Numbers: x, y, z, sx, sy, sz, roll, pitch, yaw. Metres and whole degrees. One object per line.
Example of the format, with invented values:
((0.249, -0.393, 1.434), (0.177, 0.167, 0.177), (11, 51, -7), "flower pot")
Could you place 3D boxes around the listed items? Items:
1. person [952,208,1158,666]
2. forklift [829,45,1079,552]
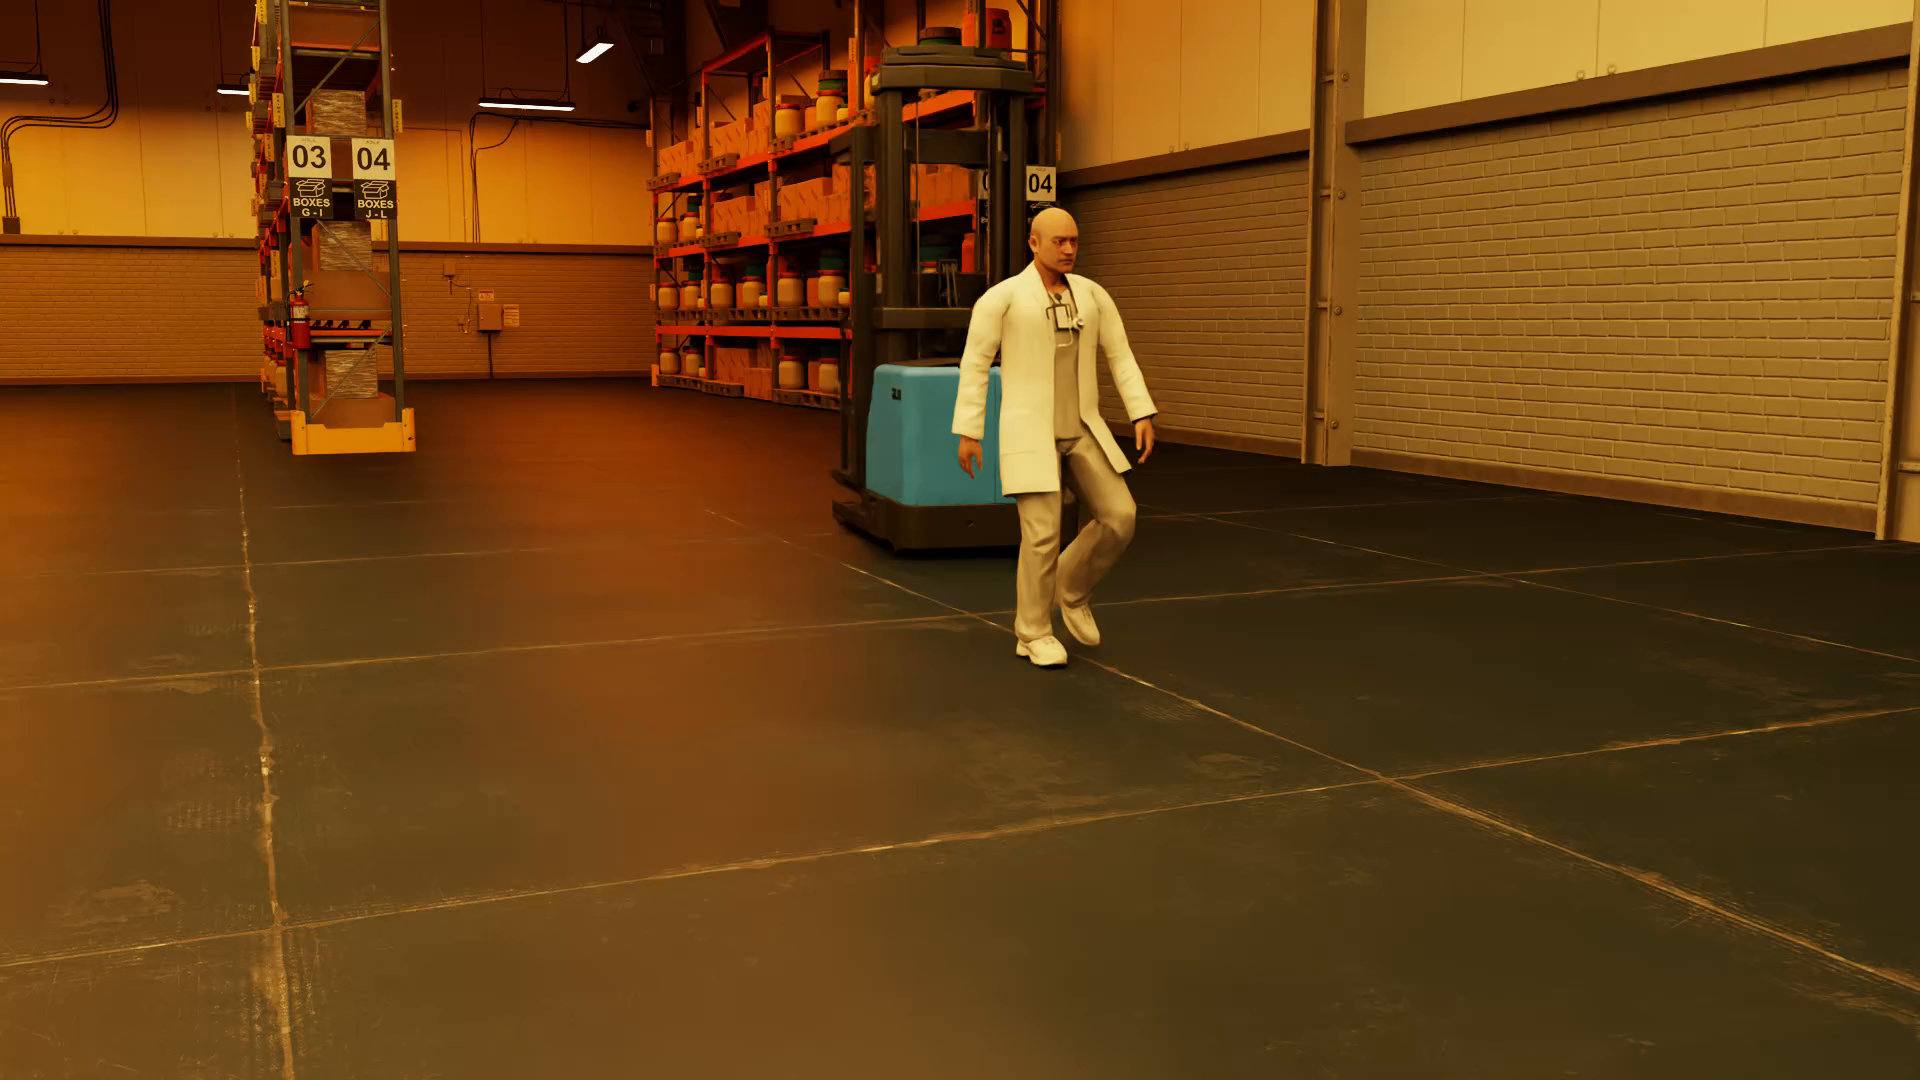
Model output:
((0.374, -0.405, 6.510), (0.782, 1.758, 0.525), (-4, 8, -26), "person")
((-0.207, -1.537, 10.601), (1.130, 2.935, 3.031), (-2, 8, -15), "forklift")
